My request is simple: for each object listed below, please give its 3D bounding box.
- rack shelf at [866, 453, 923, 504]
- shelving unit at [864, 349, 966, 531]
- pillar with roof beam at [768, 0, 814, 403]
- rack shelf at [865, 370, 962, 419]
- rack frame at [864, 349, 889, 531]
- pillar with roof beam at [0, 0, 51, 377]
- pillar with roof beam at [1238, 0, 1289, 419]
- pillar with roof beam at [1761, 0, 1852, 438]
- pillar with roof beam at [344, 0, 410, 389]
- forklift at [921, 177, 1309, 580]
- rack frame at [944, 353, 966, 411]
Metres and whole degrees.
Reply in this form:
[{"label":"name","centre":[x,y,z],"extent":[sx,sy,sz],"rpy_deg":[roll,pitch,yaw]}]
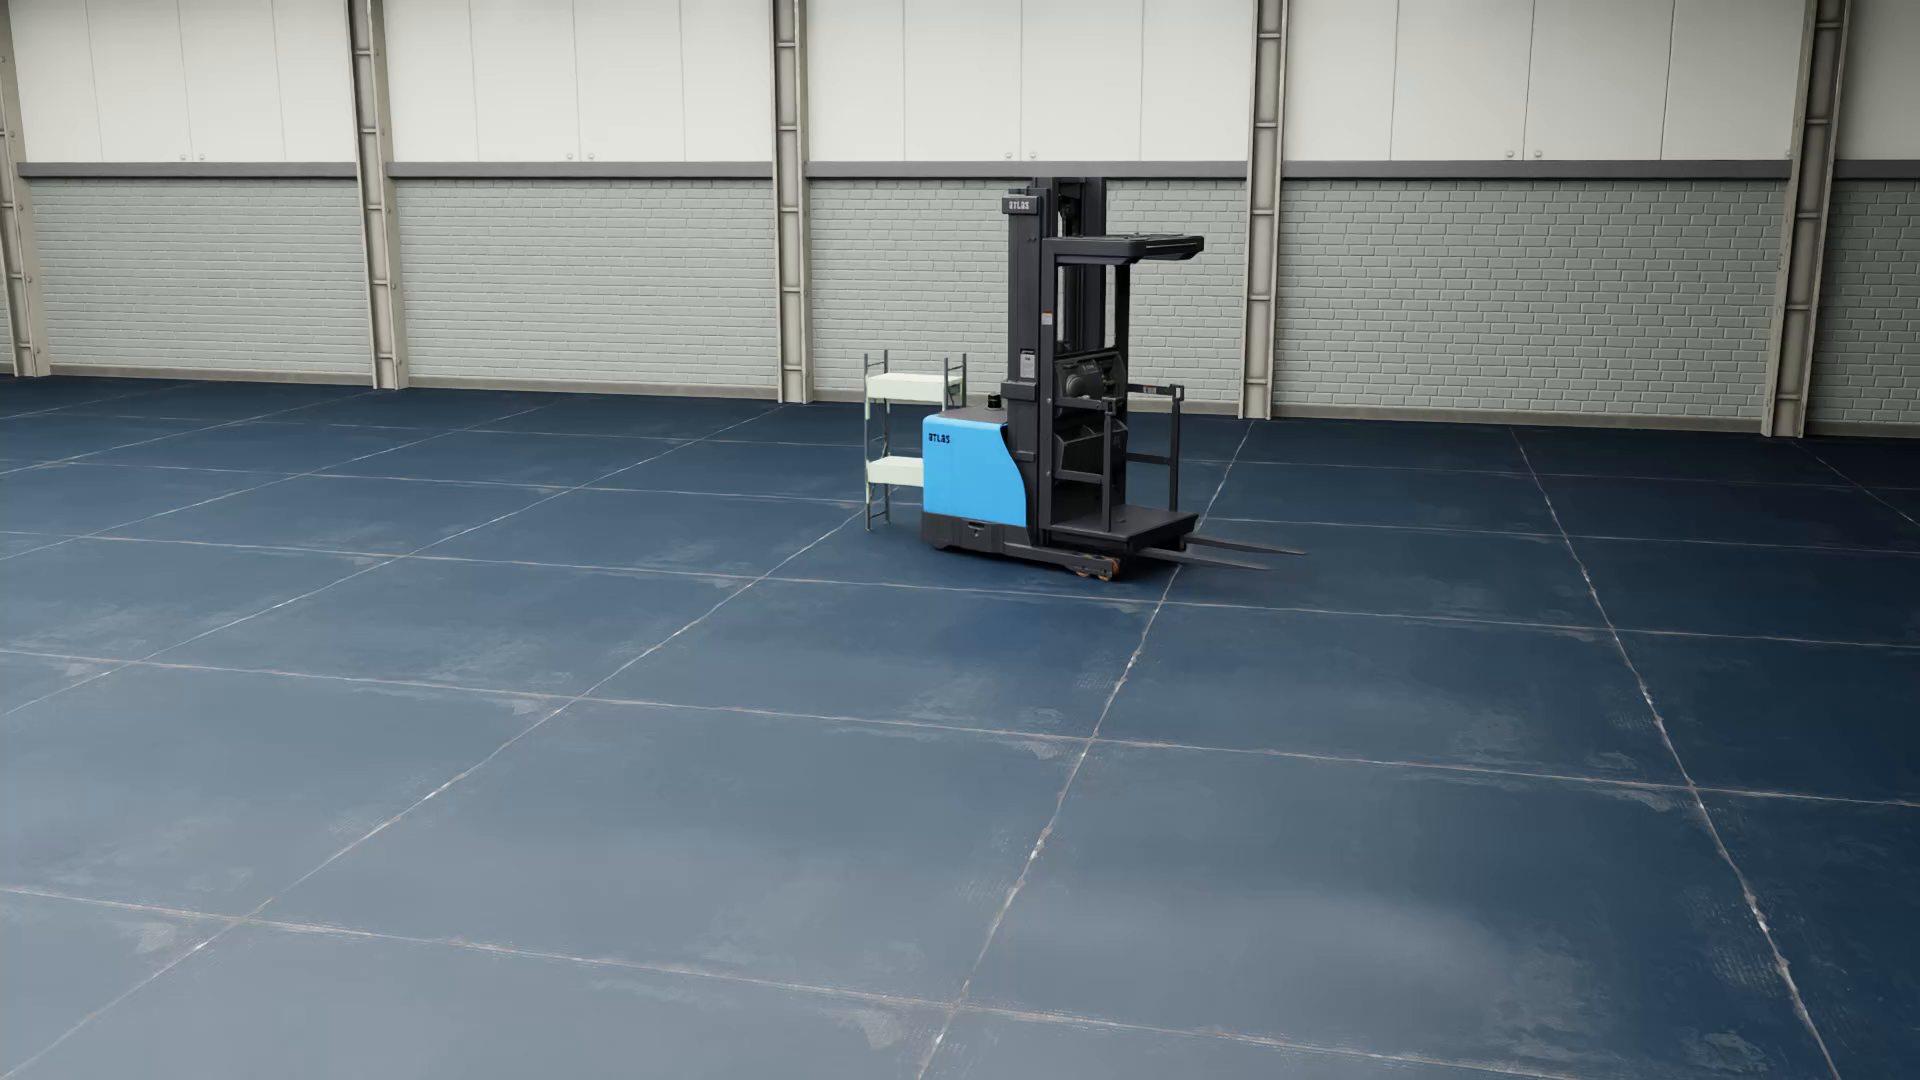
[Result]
[{"label":"rack shelf","centre":[-0.372,-0.496,14.014],"extent":[0.720,0.370,0.431],"rpy_deg":[6,14,24]},{"label":"shelving unit","centre":[-0.372,-0.815,13.943],"extent":[0.755,1.500,0.431],"rpy_deg":[6,14,24]},{"label":"pillar with roof beam","centre":[-3.200,-5.321,16.940],"extent":[0.400,9.000,9.100],"rpy_deg":[3,13,14]},{"label":"rack shelf","centre":[-0.372,-1.196,13.859],"extent":[0.720,0.370,0.431],"rpy_deg":[6,14,24]},{"label":"rack frame","centre":[-0.705,-0.847,14.091],"extent":[0.023,1.500,0.400],"rpy_deg":[6,14,24]},{"label":"pillar with roof beam","centre":[-14.851,-5.944,19.747],"extent":[0.400,9.000,9.100],"rpy_deg":[3,13,14]},{"label":"pillar with roof beam","centre":[2.625,-5.009,15.537],"extent":[0.400,9.000,9.100],"rpy_deg":[3,13,14]},{"label":"pillar with roof beam","centre":[8.450,-4.698,14.133],"extent":[0.400,9.000,9.100],"rpy_deg":[3,13,14]},{"label":"pillar with roof beam","centre":[-9.026,-5.632,18.344],"extent":[0.400,9.000,9.100],"rpy_deg":[3,13,14]},{"label":"forklift","centre":[1.172,-1.259,12.642],"extent":[3.031,2.935,1.130],"rpy_deg":[9,16,36]},{"label":"rack frame","centre":[-0.039,-0.782,13.796],"extent":[0.023,1.500,0.400],"rpy_deg":[6,14,24]}]
